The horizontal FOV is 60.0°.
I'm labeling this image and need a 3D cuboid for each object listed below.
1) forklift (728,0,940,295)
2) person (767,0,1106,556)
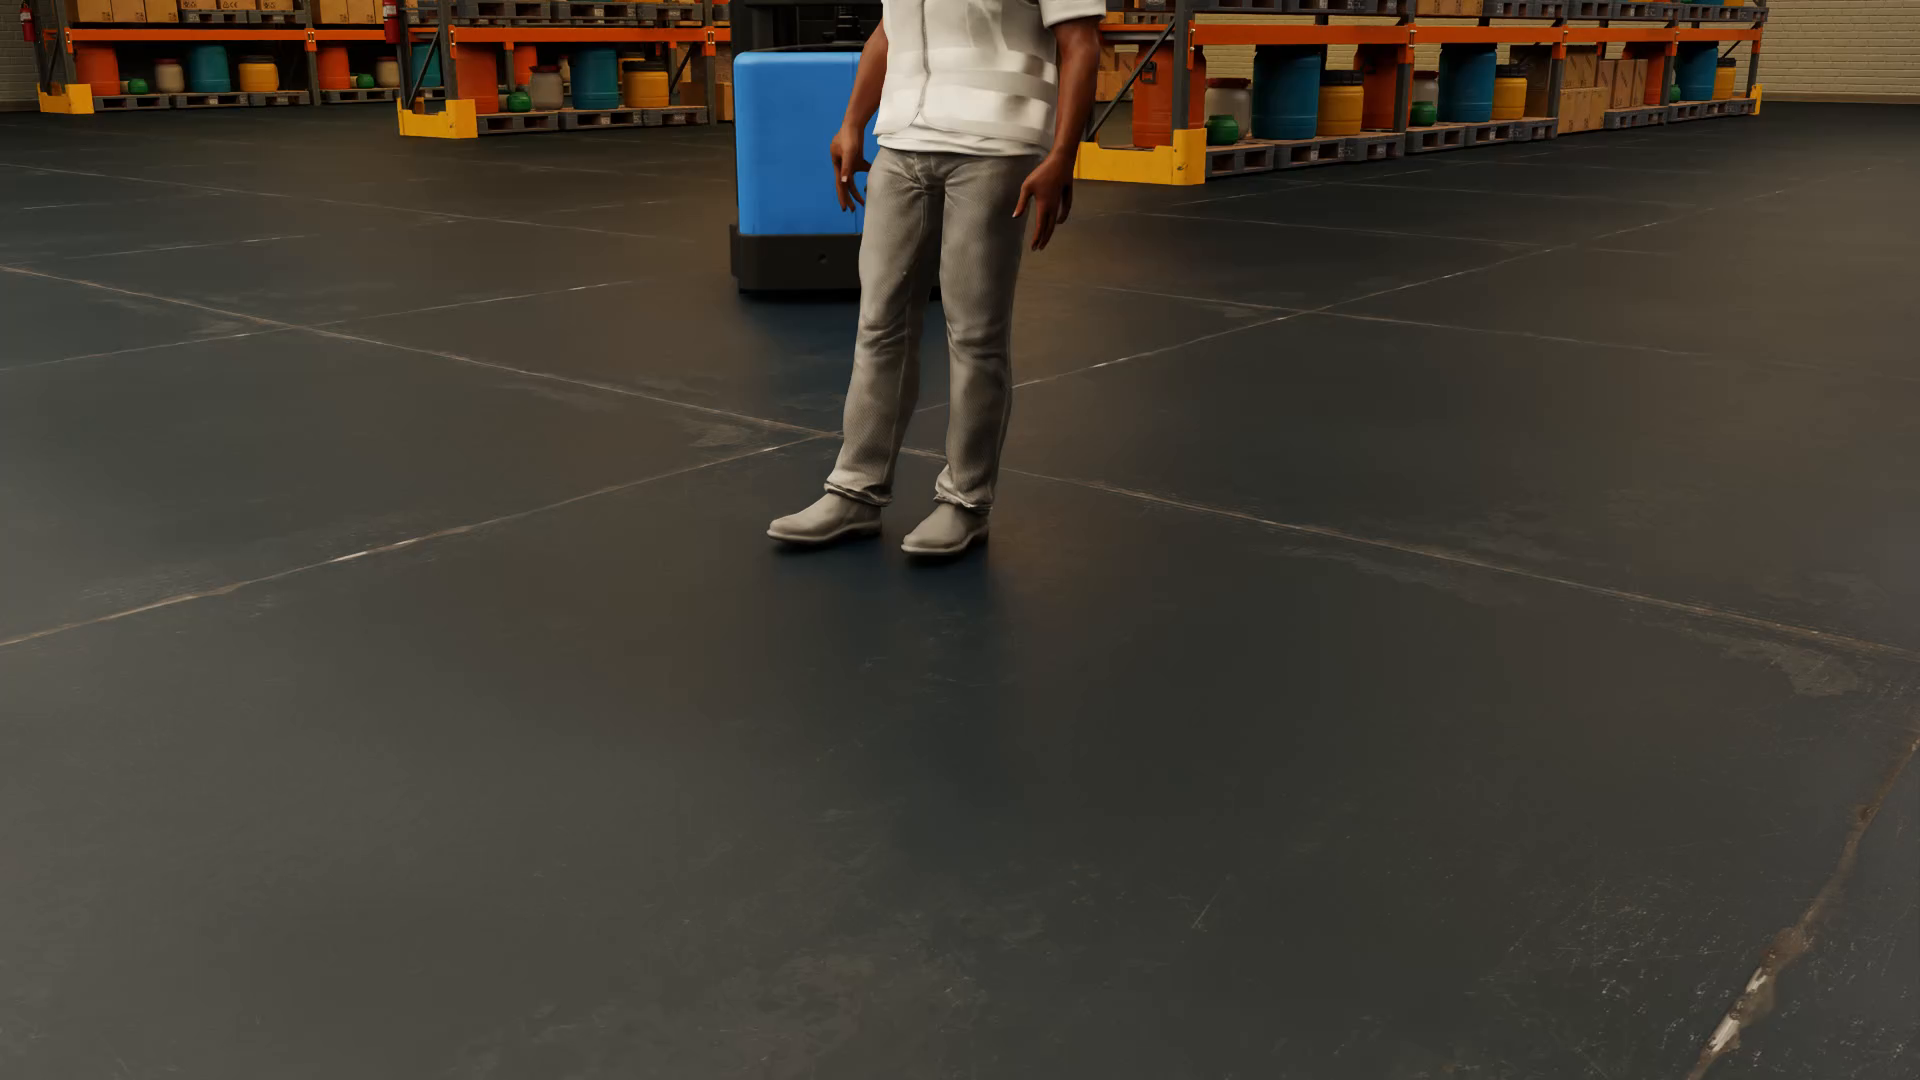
[{"bbox_3d":[-0.621,-2.882,8.388,1.130,2.935,3.031,-2,17,-6],"label":"forklift"},{"bbox_3d":[-0.049,-0.837,3.635,0.665,1.768,0.575,13,21,37],"label":"person"}]
